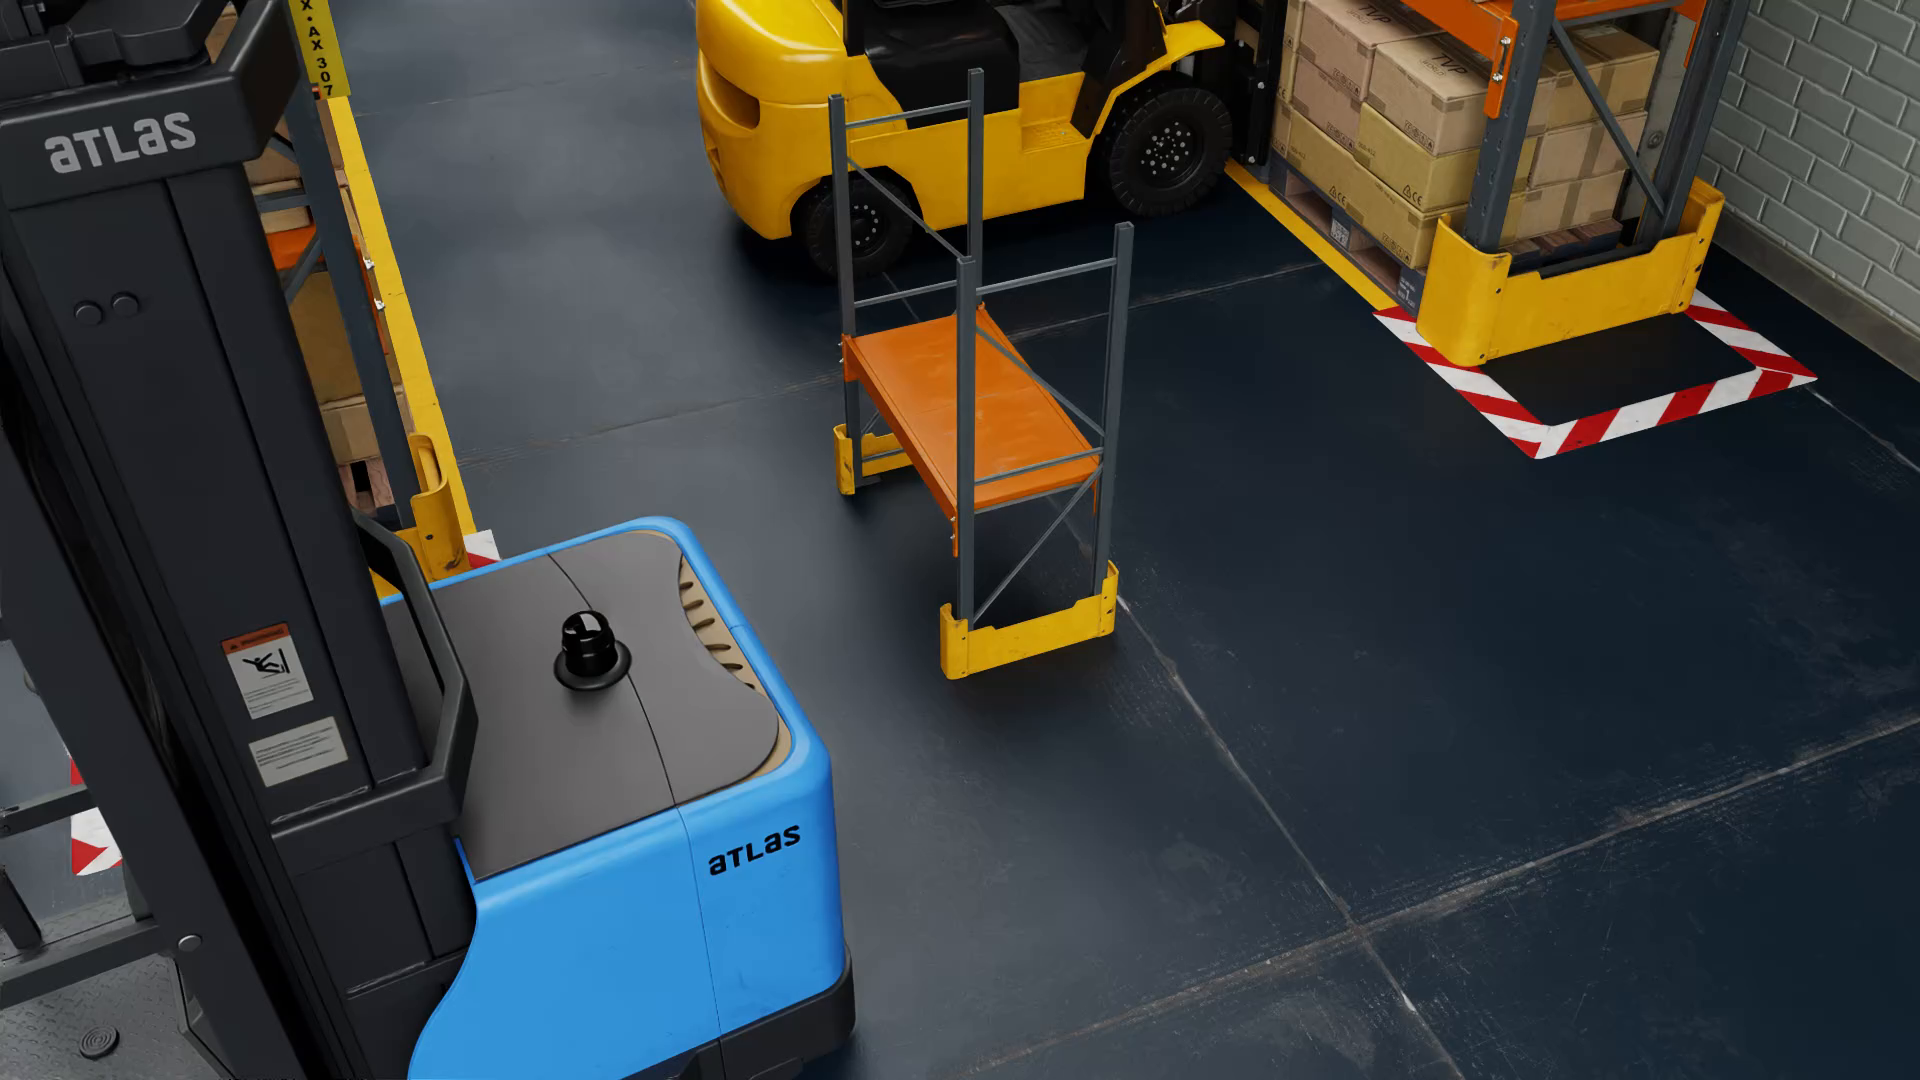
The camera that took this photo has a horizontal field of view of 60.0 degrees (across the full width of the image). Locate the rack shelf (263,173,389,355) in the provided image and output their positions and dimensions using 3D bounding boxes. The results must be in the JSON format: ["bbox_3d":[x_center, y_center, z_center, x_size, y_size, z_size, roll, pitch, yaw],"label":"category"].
[{"bbox_3d":[-2.926,-1.760,6.048,1.077,0.370,4.000,-15,43,-17],"label":"rack shelf"}]

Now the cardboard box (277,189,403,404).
[{"bbox_3d":[-2.224,-0.798,5.589,0.500,0.500,0.500,-16,43,-18],"label":"cardboard box"}]

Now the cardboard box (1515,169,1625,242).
[{"bbox_3d":[2.416,-1.530,7.015,0.500,0.250,0.500,-15,43,-17],"label":"cardboard box"}]

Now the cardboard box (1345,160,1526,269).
[{"bbox_3d":[1.952,-1.390,6.852,0.500,0.250,0.500,-15,43,-17],"label":"cardboard box"}]

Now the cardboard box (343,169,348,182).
[{"bbox_3d":[-2.612,-1.416,6.308,0.500,0.500,0.500,-14,43,-16],"label":"cardboard box"}]

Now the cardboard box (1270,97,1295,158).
[{"bbox_3d":[1.587,-1.995,7.556,0.500,0.250,0.500,-15,43,-16],"label":"cardboard box"}]

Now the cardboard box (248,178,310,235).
[{"bbox_3d":[-2.100,-0.989,4.792,0.380,0.149,0.250,-15,43,-17],"label":"cardboard box"}]

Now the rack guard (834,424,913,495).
[{"bbox_3d":[-0.161,-0.349,5.964,0.587,0.250,0.087,-15,43,-17],"label":"rack guard"}]

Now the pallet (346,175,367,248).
[{"bbox_3d":[-2.931,-1.049,6.808,1.003,0.211,1.213,-15,43,-17],"label":"pallet"}]

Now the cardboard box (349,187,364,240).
[{"bbox_3d":[-2.623,-1.135,6.556,0.500,0.250,0.500,-12,42,-14],"label":"cardboard box"}]

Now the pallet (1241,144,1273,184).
[{"bbox_3d":[1.629,-2.195,8.141,1.003,0.211,1.213,-15,43,-17],"label":"pallet"}]

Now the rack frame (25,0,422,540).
[{"bbox_3d":[-2.161,-0.828,4.412,1.000,3.000,0.127,-15,43,-17],"label":"rack frame"}]

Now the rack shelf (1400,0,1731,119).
[{"bbox_3d":[1.658,-3.001,7.491,1.077,0.370,4.000,-15,43,-17],"label":"rack shelf"}]

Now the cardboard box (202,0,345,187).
[{"bbox_3d":[-2.086,-1.333,4.695,0.500,0.500,0.500,-16,43,-18],"label":"cardboard box"}]

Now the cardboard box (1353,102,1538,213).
[{"bbox_3d":[1.949,-1.590,6.702,0.500,0.250,0.500,-16,43,-17],"label":"cardboard box"}]

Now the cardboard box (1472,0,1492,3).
[{"bbox_3d":[1.993,-2.338,6.091,0.500,0.500,0.500,-16,43,-18],"label":"cardboard box"}]

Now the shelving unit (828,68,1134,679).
[{"bbox_3d":[0.029,-0.523,5.208,0.587,1.500,1.083,-15,43,-17],"label":"shelving unit"}]

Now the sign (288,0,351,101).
[{"bbox_3d":[-1.660,-1.292,4.288,0.100,0.325,0.005,-15,43,-17],"label":"sign"}]

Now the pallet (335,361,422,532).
[{"bbox_3d":[-2.468,-0.315,5.954,1.003,0.211,1.213,-15,43,-17],"label":"pallet"}]

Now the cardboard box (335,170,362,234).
[{"bbox_3d":[-2.428,-1.112,5.954,0.500,0.500,0.500,-17,43,-18],"label":"cardboard box"}]

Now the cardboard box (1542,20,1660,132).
[{"bbox_3d":[2.415,-1.901,6.680,0.500,0.250,0.500,-16,43,-18],"label":"cardboard box"}]

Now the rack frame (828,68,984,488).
[{"bbox_3d":[-0.162,-0.823,5.557,0.500,1.500,0.032,-15,43,-17],"label":"rack frame"}]

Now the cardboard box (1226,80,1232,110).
[{"bbox_3d":[1.368,-2.302,7.914,0.500,0.250,0.500,-14,43,-16],"label":"cardboard box"}]

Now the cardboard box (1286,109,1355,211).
[{"bbox_3d":[1.770,-1.692,7.203,0.500,0.250,0.500,-15,43,-17],"label":"cardboard box"}]

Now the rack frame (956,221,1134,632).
[{"bbox_3d":[0.227,-0.211,4.845,0.500,1.500,0.032,-15,43,-17],"label":"rack frame"}]

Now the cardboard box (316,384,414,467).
[{"bbox_3d":[-2.214,-0.500,5.817,0.500,0.250,0.500,-15,43,-17],"label":"cardboard box"}]

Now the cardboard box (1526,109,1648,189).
[{"bbox_3d":[2.436,-1.710,6.841,0.500,0.250,0.500,-14,43,-16],"label":"cardboard box"}]

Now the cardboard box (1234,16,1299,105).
[{"bbox_3d":[1.550,-2.201,7.412,0.500,0.250,0.500,-16,43,-18],"label":"cardboard box"}]

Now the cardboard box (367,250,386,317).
[{"bbox_3d":[-2.402,-0.809,6.177,0.500,0.250,0.500,-14,43,-15],"label":"cardboard box"}]

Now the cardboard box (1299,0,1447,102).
[{"bbox_3d":[1.758,-2.070,6.877,0.500,0.250,0.500,-14,43,-16],"label":"cardboard box"}]

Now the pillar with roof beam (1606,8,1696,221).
[{"bbox_3d":[-0.988,-3.914,3.399,9.100,9.000,0.400,-15,43,-17],"label":"pillar with roof beam"}]

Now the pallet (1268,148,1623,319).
[{"bbox_3d":[2.092,-1.462,7.288,1.003,0.211,1.213,-15,43,-17],"label":"pallet"}]

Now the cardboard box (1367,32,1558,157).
[{"bbox_3d":[1.959,-1.764,6.521,0.500,0.250,0.500,-14,43,-15],"label":"cardboard box"}]

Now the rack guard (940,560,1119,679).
[{"bbox_3d":[0.220,0.251,5.266,0.587,0.250,0.087,-15,43,-17],"label":"rack guard"}]

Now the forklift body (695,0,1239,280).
[{"bbox_3d":[0.012,-2.434,6.931,2.313,2.155,1.214,-15,43,-17],"label":"forklift body"}]

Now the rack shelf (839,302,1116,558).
[{"bbox_3d":[0.033,-0.381,5.319,0.538,0.185,1.000,-15,43,-17],"label":"rack shelf"}]

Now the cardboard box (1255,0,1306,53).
[{"bbox_3d":[1.556,-2.372,7.227,0.500,0.250,0.500,-15,43,-16],"label":"cardboard box"}]

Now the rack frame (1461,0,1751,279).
[{"bbox_3d":[2.424,-2.069,5.855,1.000,3.000,0.127,-15,43,-17],"label":"rack frame"}]

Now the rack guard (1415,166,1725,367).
[{"bbox_3d":[2.433,-1.106,6.653,1.175,0.500,0.348,-15,43,-17],"label":"rack guard"}]

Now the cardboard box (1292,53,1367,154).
[{"bbox_3d":[1.767,-1.895,7.056,0.500,0.250,0.500,-16,43,-17],"label":"cardboard box"}]

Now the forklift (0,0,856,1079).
[{"bbox_3d":[-1.816,0.339,3.108,3.031,2.935,1.130,-18,44,-20],"label":"forklift"}]

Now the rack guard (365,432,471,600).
[{"bbox_3d":[-2.190,0.074,5.281,1.175,0.500,0.348,-15,43,-17],"label":"rack guard"}]
